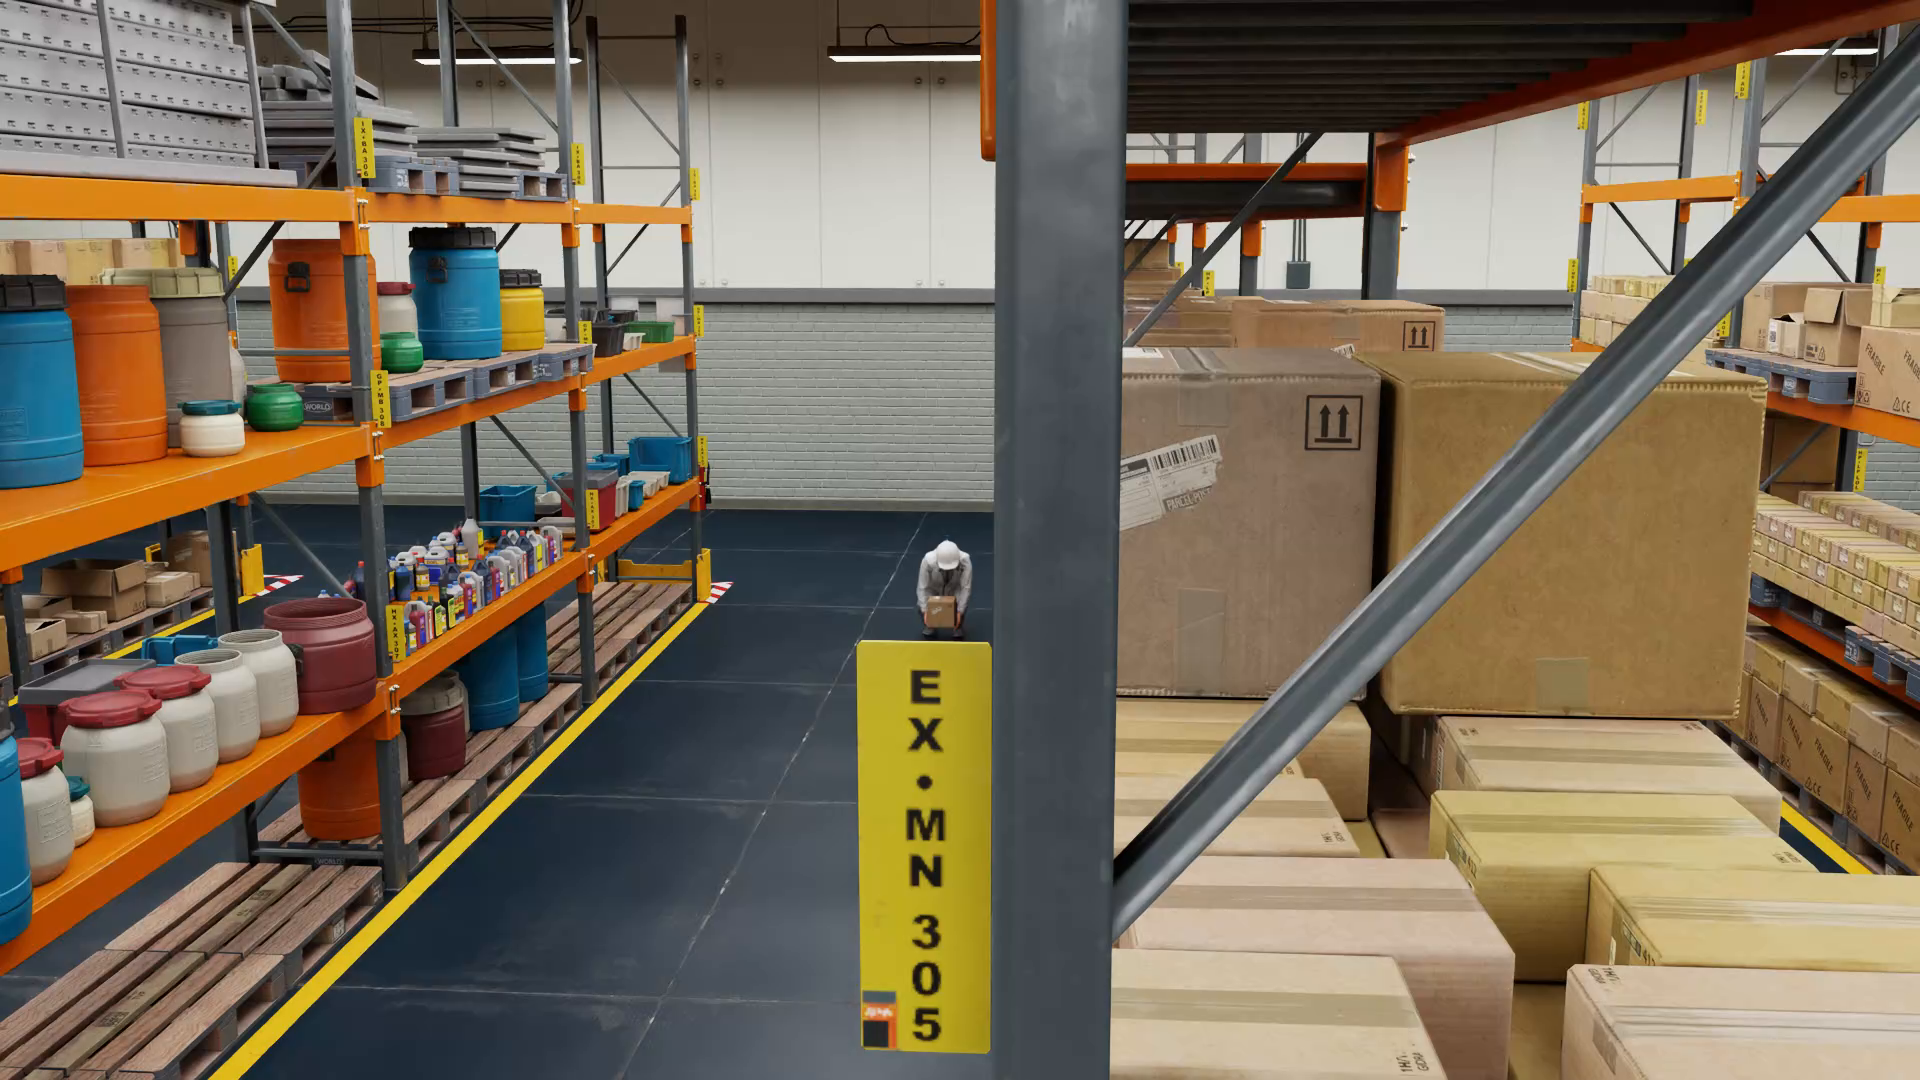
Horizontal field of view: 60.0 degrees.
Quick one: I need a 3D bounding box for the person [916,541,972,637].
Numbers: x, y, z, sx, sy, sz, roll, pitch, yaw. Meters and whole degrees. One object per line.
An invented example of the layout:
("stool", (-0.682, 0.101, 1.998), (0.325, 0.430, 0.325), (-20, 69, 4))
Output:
("person", (-0.146, 0.450, 16.069), (0.541, 1.003, 0.858), (1, 11, 4))
